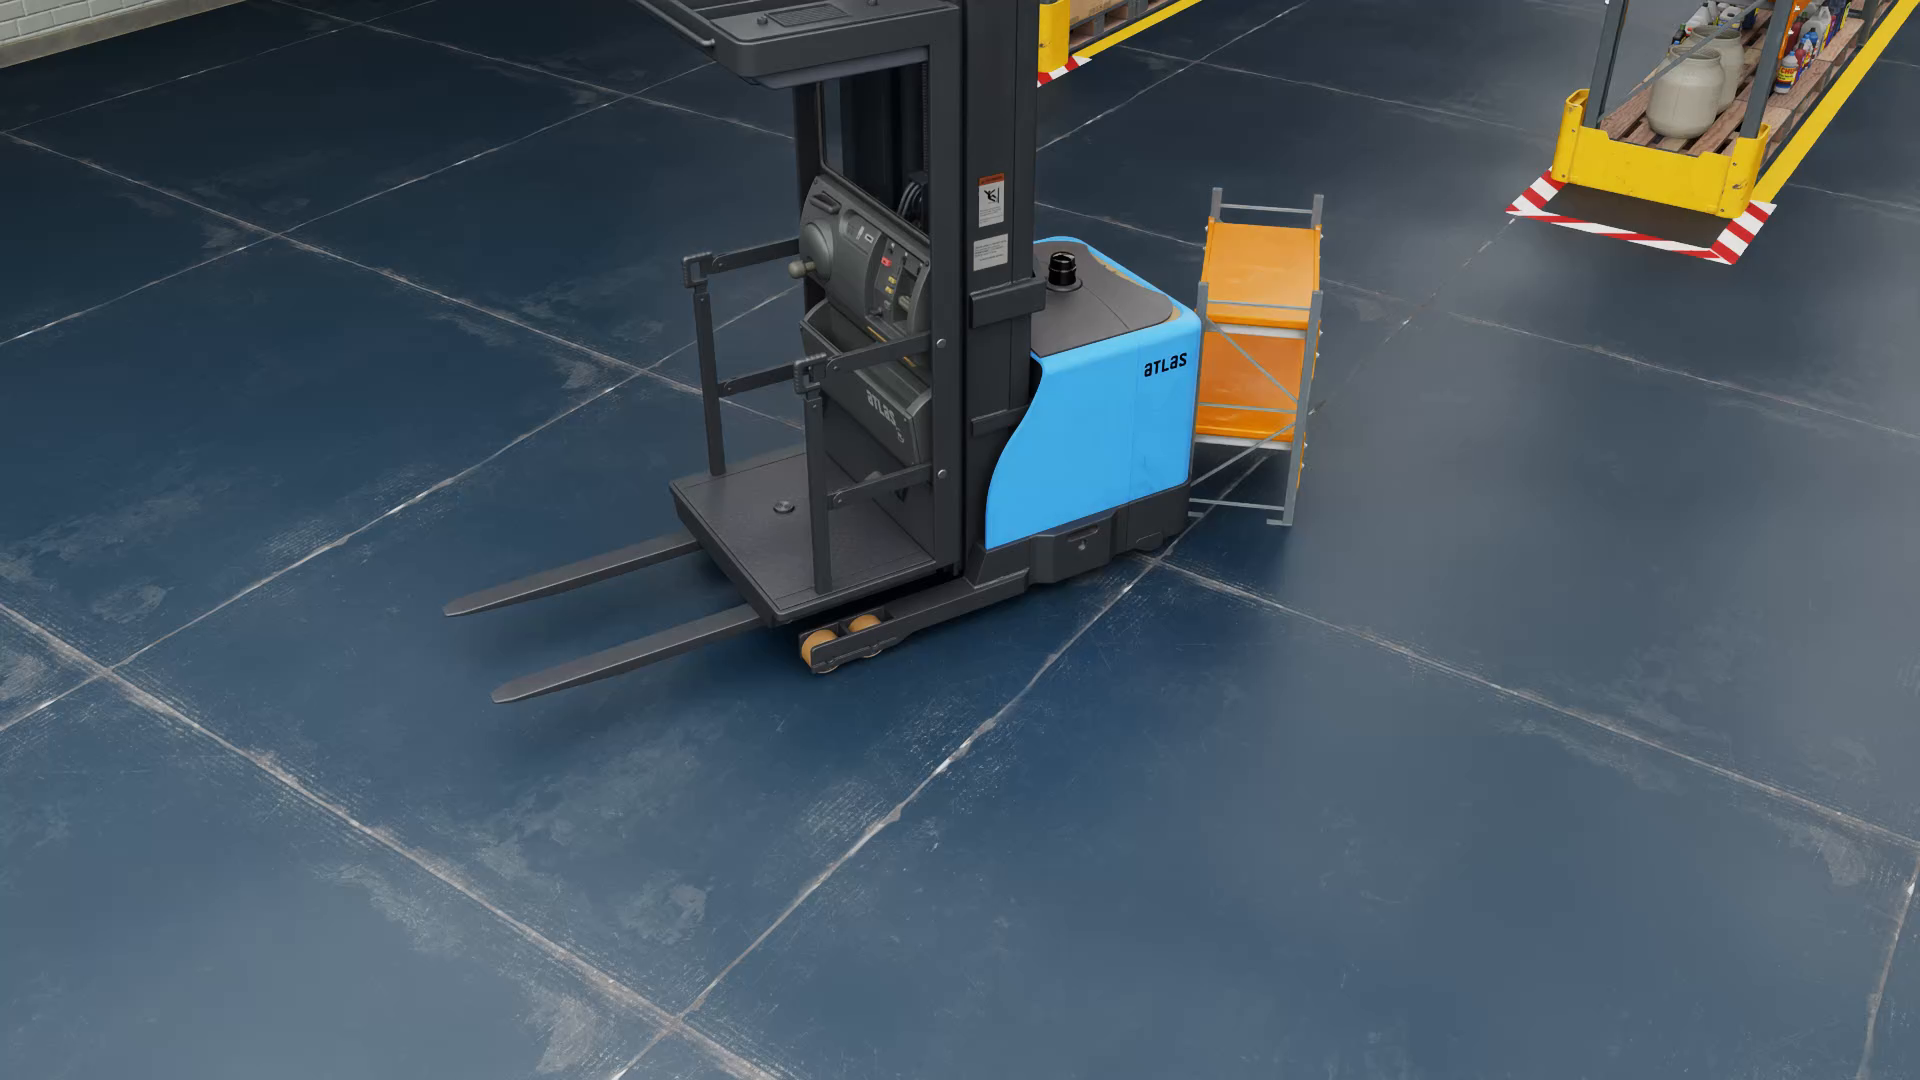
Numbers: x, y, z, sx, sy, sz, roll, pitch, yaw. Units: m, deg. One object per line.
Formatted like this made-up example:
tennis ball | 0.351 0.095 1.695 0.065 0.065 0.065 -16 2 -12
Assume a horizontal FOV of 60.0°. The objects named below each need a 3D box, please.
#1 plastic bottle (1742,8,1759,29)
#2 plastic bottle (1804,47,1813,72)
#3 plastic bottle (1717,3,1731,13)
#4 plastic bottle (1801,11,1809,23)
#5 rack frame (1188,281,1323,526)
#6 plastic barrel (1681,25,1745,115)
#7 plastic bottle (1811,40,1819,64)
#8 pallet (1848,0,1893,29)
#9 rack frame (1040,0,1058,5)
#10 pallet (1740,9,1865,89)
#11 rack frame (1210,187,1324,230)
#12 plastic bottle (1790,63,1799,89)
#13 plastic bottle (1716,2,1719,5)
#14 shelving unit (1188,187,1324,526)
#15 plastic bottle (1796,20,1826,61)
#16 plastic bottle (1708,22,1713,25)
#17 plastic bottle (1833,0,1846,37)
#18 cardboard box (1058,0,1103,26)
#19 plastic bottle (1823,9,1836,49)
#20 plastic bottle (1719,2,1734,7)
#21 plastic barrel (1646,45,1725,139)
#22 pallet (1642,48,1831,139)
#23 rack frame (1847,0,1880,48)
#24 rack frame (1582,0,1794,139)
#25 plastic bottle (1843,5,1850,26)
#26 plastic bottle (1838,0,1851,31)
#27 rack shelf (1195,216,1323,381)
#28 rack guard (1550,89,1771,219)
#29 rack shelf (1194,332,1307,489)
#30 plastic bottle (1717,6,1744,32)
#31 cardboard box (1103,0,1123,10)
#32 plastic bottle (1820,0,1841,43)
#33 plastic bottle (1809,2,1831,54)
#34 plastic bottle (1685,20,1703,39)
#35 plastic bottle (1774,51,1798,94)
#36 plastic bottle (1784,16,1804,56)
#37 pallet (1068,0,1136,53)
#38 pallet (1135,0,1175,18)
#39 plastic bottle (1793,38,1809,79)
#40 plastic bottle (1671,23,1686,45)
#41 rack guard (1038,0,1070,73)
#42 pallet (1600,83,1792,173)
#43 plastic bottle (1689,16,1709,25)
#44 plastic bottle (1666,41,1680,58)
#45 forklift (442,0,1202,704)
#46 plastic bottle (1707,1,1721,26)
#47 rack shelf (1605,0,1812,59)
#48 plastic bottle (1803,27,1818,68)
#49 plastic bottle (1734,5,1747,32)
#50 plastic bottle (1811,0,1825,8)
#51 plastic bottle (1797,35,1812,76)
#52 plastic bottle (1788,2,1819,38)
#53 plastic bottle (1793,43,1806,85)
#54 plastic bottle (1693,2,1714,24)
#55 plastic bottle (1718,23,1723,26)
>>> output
plastic bottle | 5.945 -4.047 12.529 0.144 0.351 0.185 21 39 28
plastic bottle | 5.946 -3.414 11.725 0.097 0.201 0.097 0 34 0
plastic bottle | 5.666 -3.894 12.373 0.097 0.271 0.097 0 34 0
plastic bottle | 6.105 -3.700 12.075 0.061 0.283 0.133 21 39 28
rack frame | 1.221 -0.560 7.073 0.500 1.125 0.032 6 35 9
plastic barrel | 4.946 -3.108 11.014 0.421 0.512 0.421 0 34 0
plastic bottle | 6.063 -3.508 11.865 0.097 0.201 0.097 0 34 0
pallet | 7.044 -4.466 13.665 1.003 0.211 1.213 21 39 28
rack frame | 0.280 -4.990 11.951 1.000 3.000 0.127 21 39 28
pallet | 6.211 -3.796 12.675 1.003 0.211 1.213 21 39 28
rack frame | 1.405 -1.120 7.901 0.500 1.125 0.032 6 35 9
plastic bottle | 5.696 -3.212 11.427 0.097 0.201 0.097 0 34 0
plastic bottle | 5.591 -3.916 12.395 0.061 0.283 0.133 23 40 30
shelving unit | 1.313 -0.840 7.487 0.538 1.125 1.048 6 35 9
plastic bottle | 6.108 -3.602 11.938 0.152 0.276 0.135 22 40 29
plastic bottle | 5.288 -3.522 11.813 0.061 0.283 0.133 21 39 28
plastic bottle | 6.498 -3.944 12.376 0.144 0.351 0.185 20 39 27
cardboard box | 0.769 -4.201 12.864 0.500 0.250 0.500 21 39 28
plastic bottle | 6.330 -3.739 12.134 0.061 0.283 0.133 24 41 31
plastic bottle | 5.719 -4.006 12.468 0.144 0.351 0.185 20 39 26
plastic barrel | 4.660 -2.877 10.673 0.421 0.512 0.421 0 34 0
pallet | 5.516 -3.232 11.841 1.003 0.211 1.213 21 39 28
rack frame | 6.628 -5.247 12.331 1.000 3.000 0.127 21 39 28
rack frame | 4.347 -3.406 9.609 1.000 3.000 0.127 21 39 28
plastic bottle | 6.677 -4.004 12.598 0.097 0.201 0.097 0 34 0
plastic bottle | 6.625 -3.977 12.486 0.061 0.283 0.133 23 41 30
rack shelf | 1.313 -1.082 7.323 0.538 0.278 1.000 6 35 9
rack guard | 4.352 -2.421 10.383 1.175 0.500 0.348 21 39 28
rack shelf | 1.313 -0.637 7.624 0.538 0.278 1.000 6 35 9
plastic bottle | 5.613 -3.744 12.147 0.152 0.276 0.135 21 39 28
cardboard box | 1.051 -4.432 13.206 0.500 0.250 0.500 21 39 28
plastic bottle | 6.388 -3.855 12.245 0.144 0.351 0.185 19 39 26
plastic bottle | 6.204 -3.707 12.025 0.144 0.351 0.185 21 39 28
plastic bottle | 5.201 -3.553 11.864 0.152 0.276 0.135 22 40 29
plastic bottle | 5.637 -3.193 11.337 0.097 0.271 0.097 0 34 0
plastic bottle | 6.020 -3.639 11.985 0.061 0.283 0.133 21 39 28
pallet | 0.682 -4.200 13.273 1.003 0.211 1.213 21 39 28
pallet | 1.378 -4.760 14.100 1.003 0.211 1.213 21 39 28
plastic bottle | 5.833 -3.351 11.570 0.097 0.271 0.097 0 34 0
plastic bottle | 5.086 -3.508 11.792 0.061 0.283 0.133 22 40 29
rack guard | 0.267 -3.944 12.635 1.175 0.500 0.348 21 39 28
pallet | 4.820 -2.673 11.015 1.003 0.211 1.213 21 39 28
plastic bottle | 5.280 -3.617 11.959 0.152 0.276 0.135 20 39 27
plastic bottle | 5.034 -3.415 11.727 0.097 0.201 0.097 0 34 0
forklift | -0.543 -1.035 6.164 3.031 2.935 1.130 -18 38 -25
plastic bottle | 5.477 -3.811 12.179 0.144 0.351 0.185 21 39 28
rack shelf | 5.488 -4.029 11.172 1.077 0.370 4.000 21 39 28
plastic bottle | 6.005 -3.490 11.776 0.097 0.271 0.097 0 34 0
plastic bottle | 5.843 -3.955 12.463 0.097 0.271 0.097 0 34 0
plastic bottle | 6.379 -3.990 12.444 0.144 0.351 0.185 21 39 28
plastic bottle | 5.890 -3.397 11.638 0.097 0.271 0.097 0 34 0
plastic bottle | 6.252 -3.860 12.319 0.152 0.276 0.135 21 39 28
plastic bottle | 5.781 -3.297 11.479 0.061 0.283 0.133 22 40 29
plastic bottle | 5.371 -3.725 12.053 0.144 0.351 0.185 23 40 30
plastic bottle | 5.495 -3.645 12.067 0.097 0.201 0.097 0 34 0
